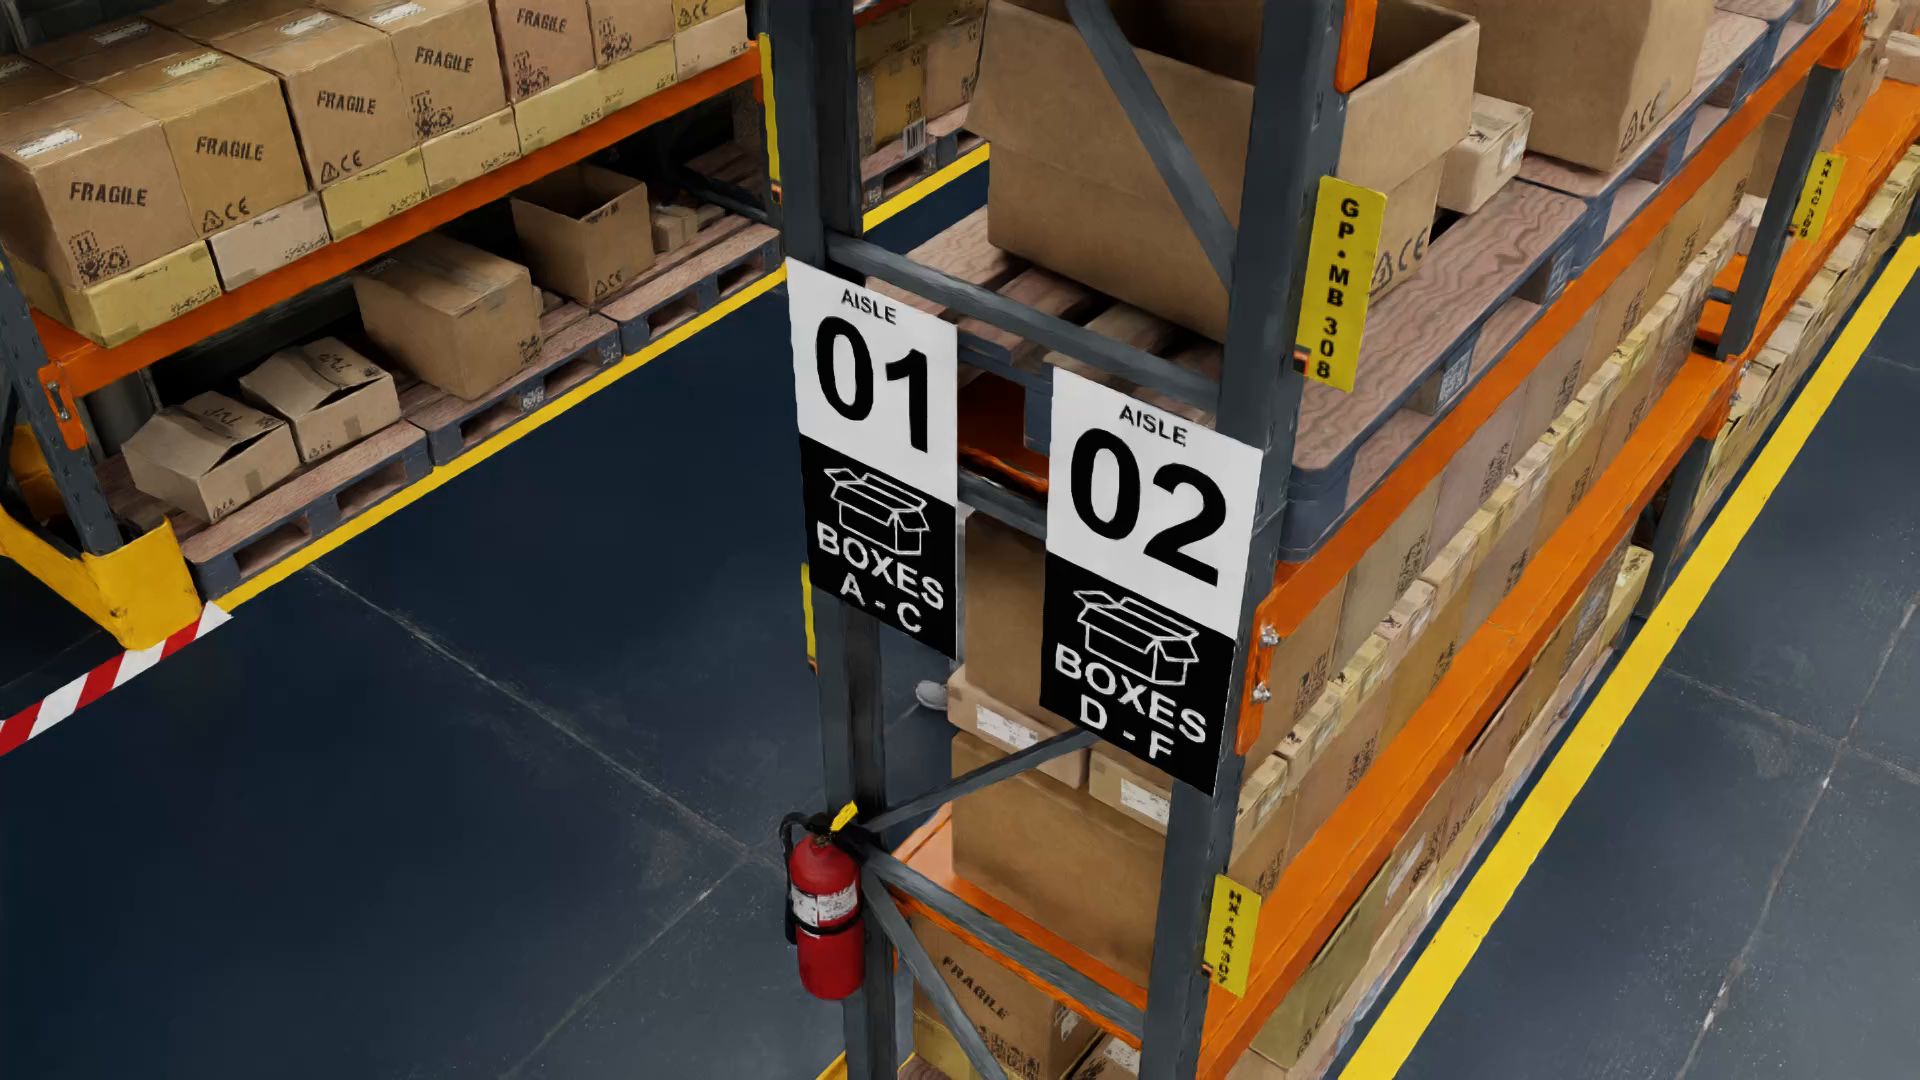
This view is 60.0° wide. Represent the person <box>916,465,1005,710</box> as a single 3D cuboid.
[{"bbox_3d":[0.022,-0.126,6.292,0.582,1.666,0.566,-18,42,-20],"label":"person"}]
